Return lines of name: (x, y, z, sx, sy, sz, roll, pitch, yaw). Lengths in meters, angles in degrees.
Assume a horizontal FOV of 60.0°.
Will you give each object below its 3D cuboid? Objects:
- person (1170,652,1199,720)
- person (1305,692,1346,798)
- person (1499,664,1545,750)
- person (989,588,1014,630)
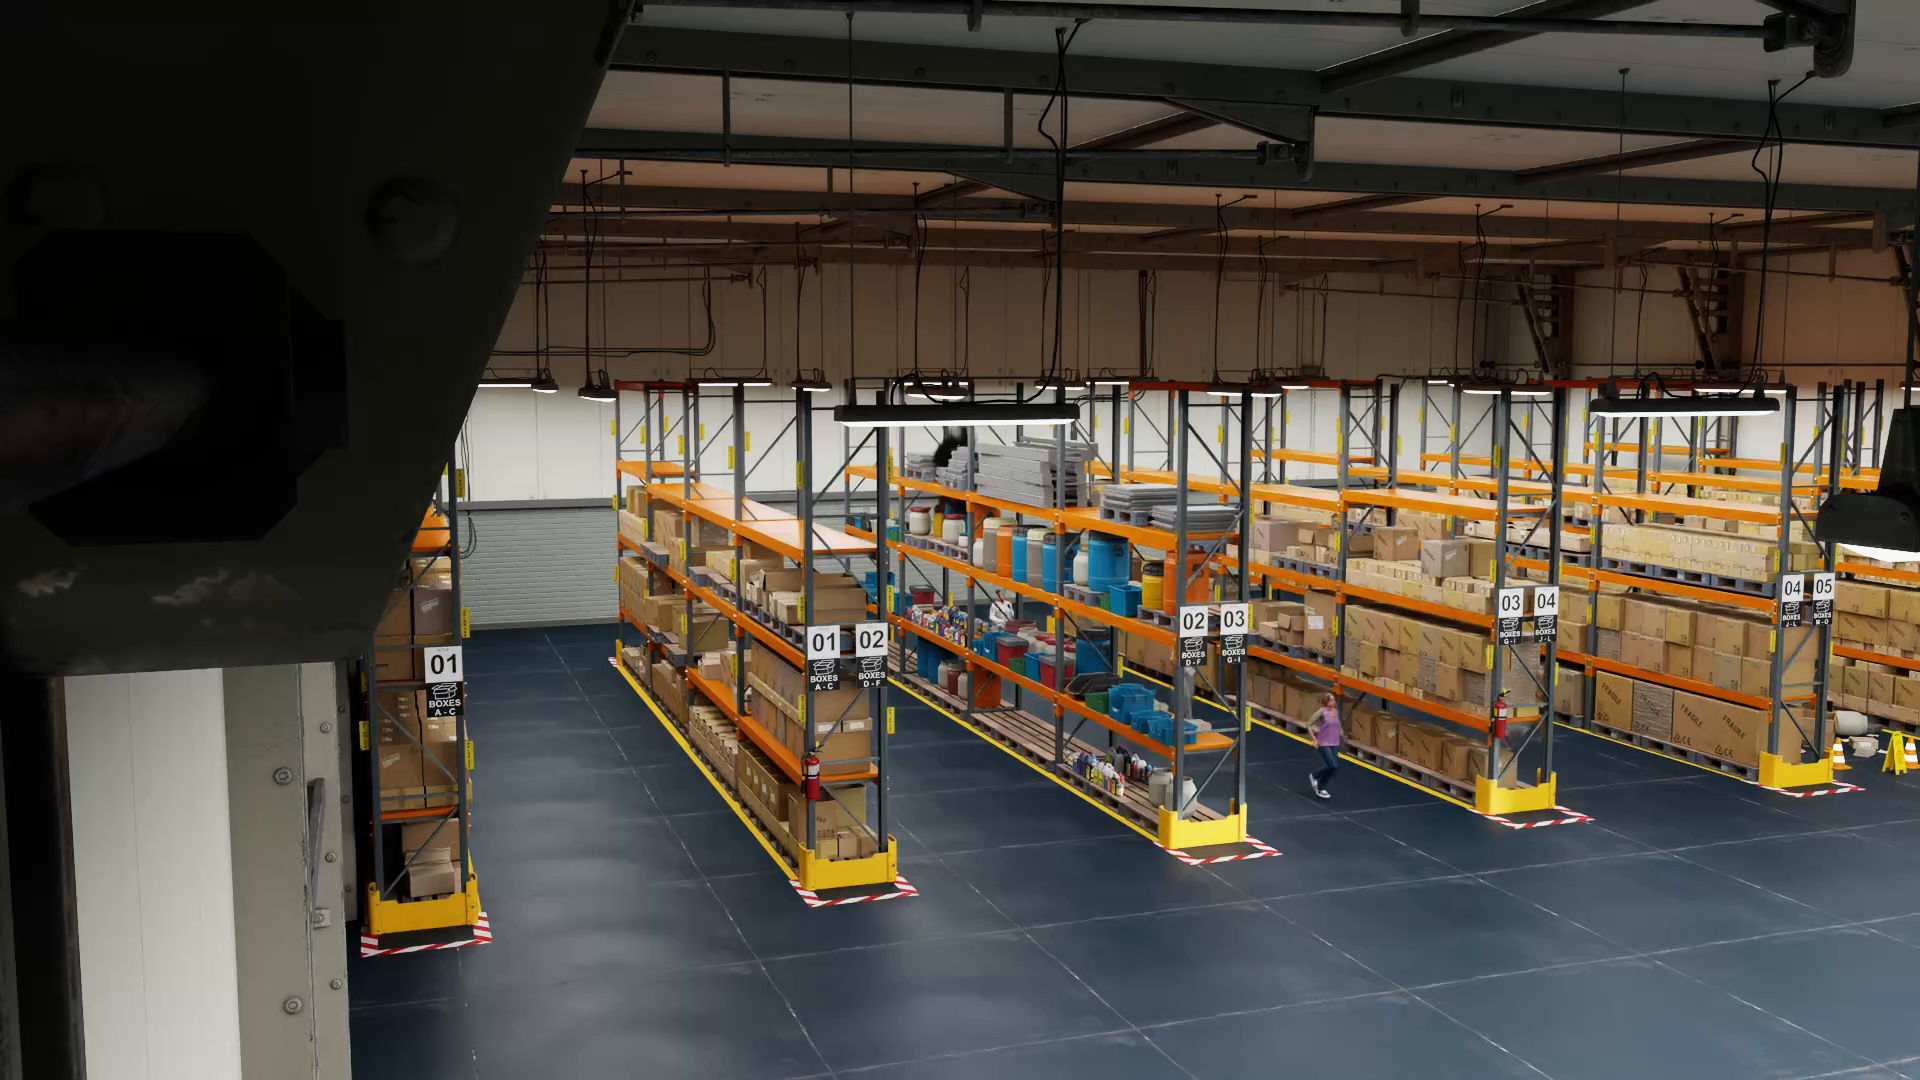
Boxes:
person: (3.988, 2.407, 29.677, 0.594, 1.663, 0.720, -3, 7, -23)
person: (5.386, 3.006, 24.231, 0.537, 1.540, 0.537, -4, 7, -32)
person: (9.125, 2.727, 27.090, 0.862, 1.496, 0.637, 5, 8, 41)
person: (0.921, 1.831, 34.826, 0.604, 1.659, 0.525, -2, 6, -19)
